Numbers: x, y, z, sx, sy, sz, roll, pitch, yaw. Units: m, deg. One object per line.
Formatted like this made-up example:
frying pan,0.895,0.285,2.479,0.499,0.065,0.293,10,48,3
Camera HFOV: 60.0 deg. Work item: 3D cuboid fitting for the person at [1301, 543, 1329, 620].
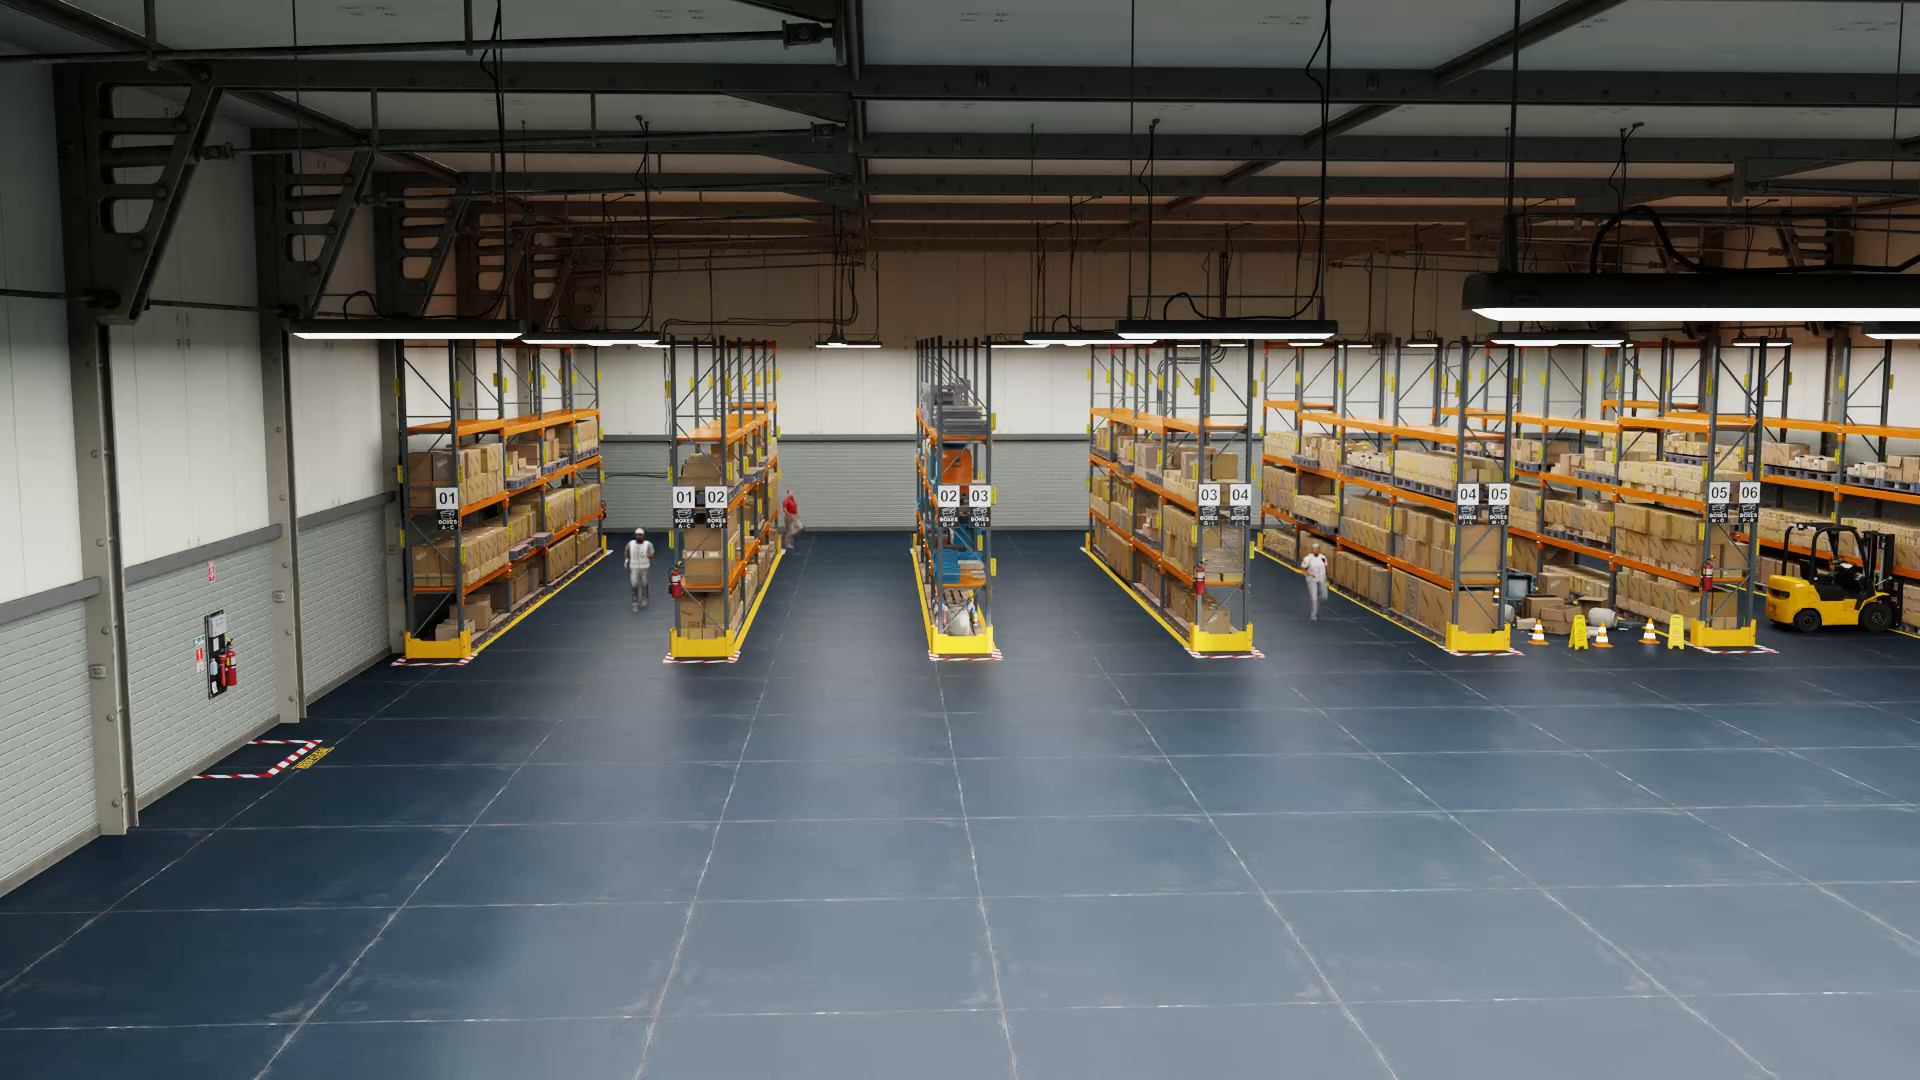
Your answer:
person,7.632,0.884,35.614,0.661,1.633,0.498,-1,7,-11

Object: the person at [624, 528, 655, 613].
person,-7.082,0.660,36.769,0.670,1.846,0.804,-1,7,-8

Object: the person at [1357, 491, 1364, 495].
person,11.230,-0.417,46.749,0.709,1.767,0.839,-2,7,-19

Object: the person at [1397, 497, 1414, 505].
person,13.102,-0.764,49.224,0.800,1.845,0.647,1,7,5

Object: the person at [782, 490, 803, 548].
person,-4.888,-0.620,48.482,0.563,1.693,0.686,3,7,22
